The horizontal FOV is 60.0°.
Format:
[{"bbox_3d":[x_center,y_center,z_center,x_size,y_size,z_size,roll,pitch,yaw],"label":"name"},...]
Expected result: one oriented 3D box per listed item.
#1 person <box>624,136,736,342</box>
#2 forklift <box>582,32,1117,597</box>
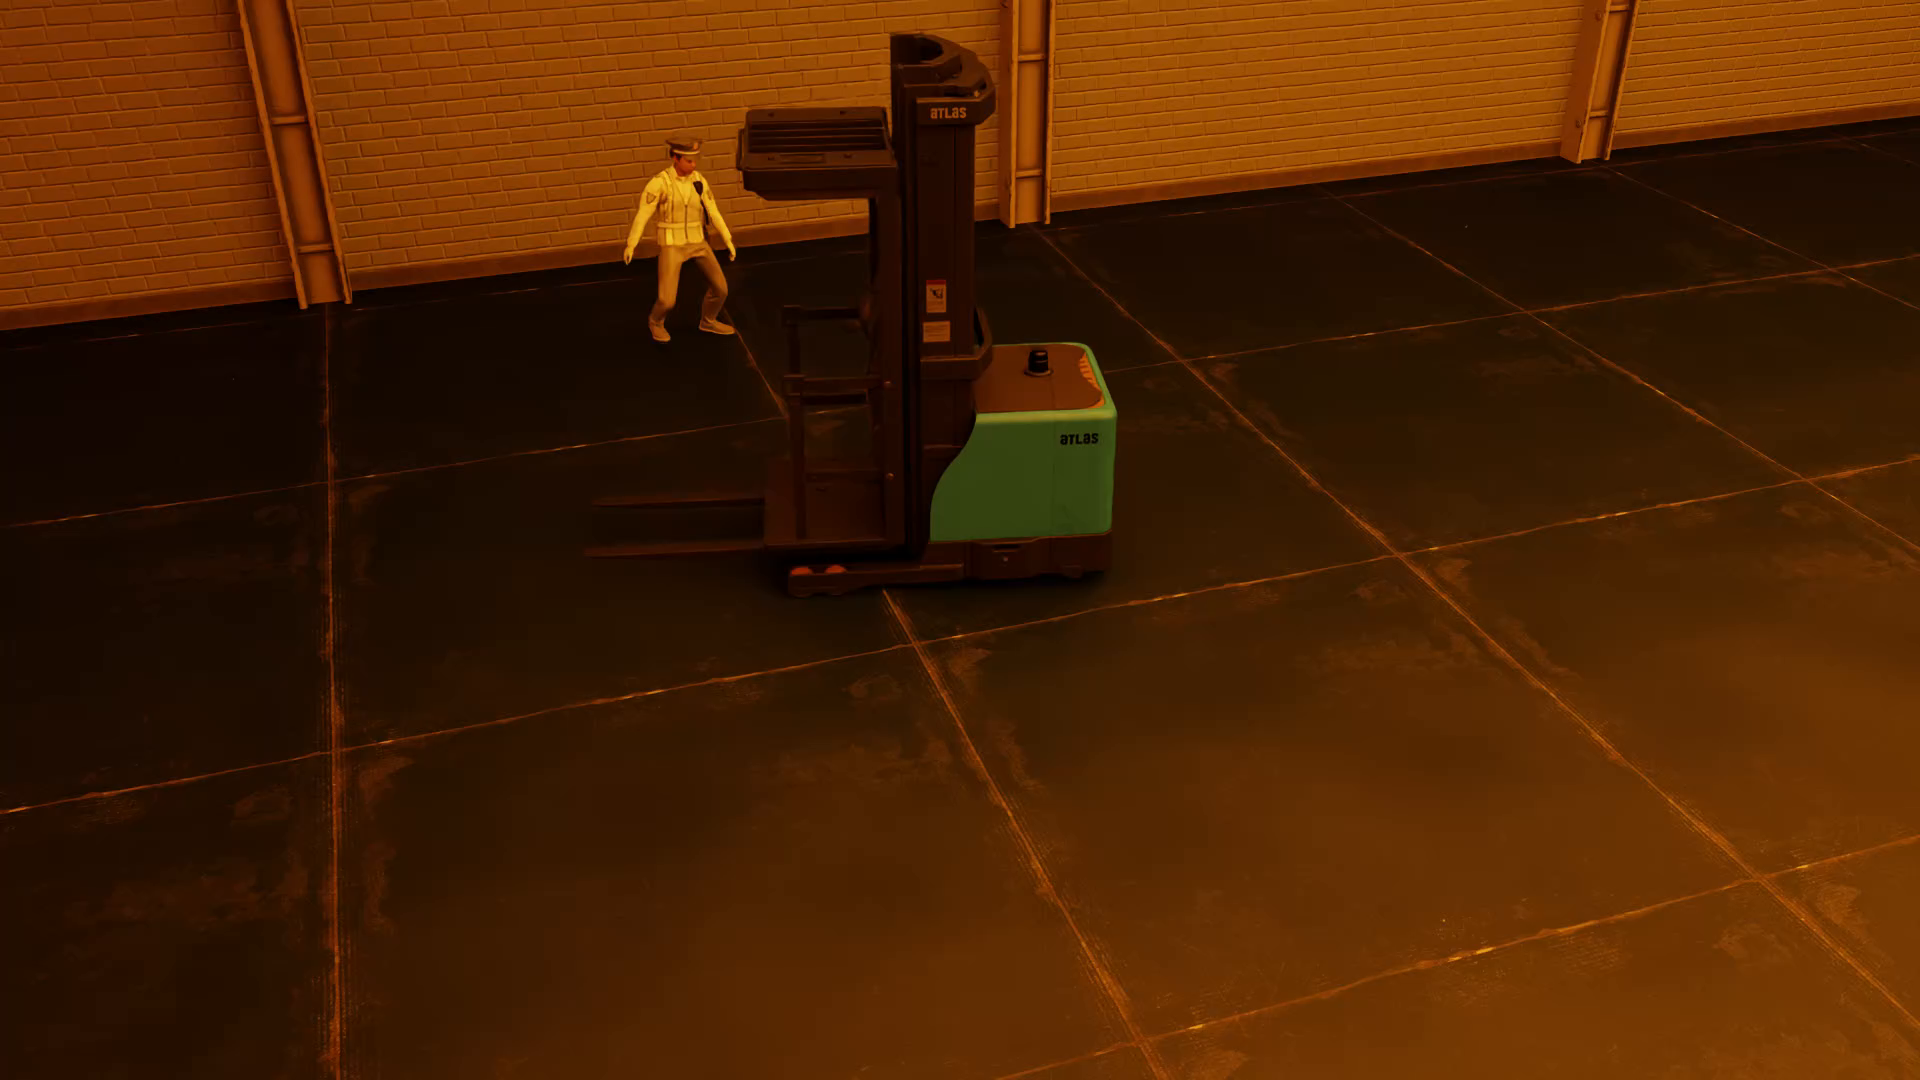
[{"bbox_3d":[-2.066,-2.176,12.241,0.820,1.583,0.460,-16,33,-25],"label":"person"},{"bbox_3d":[-0.668,-1.224,9.214,3.031,2.935,1.130,-3,30,-5],"label":"forklift"}]
